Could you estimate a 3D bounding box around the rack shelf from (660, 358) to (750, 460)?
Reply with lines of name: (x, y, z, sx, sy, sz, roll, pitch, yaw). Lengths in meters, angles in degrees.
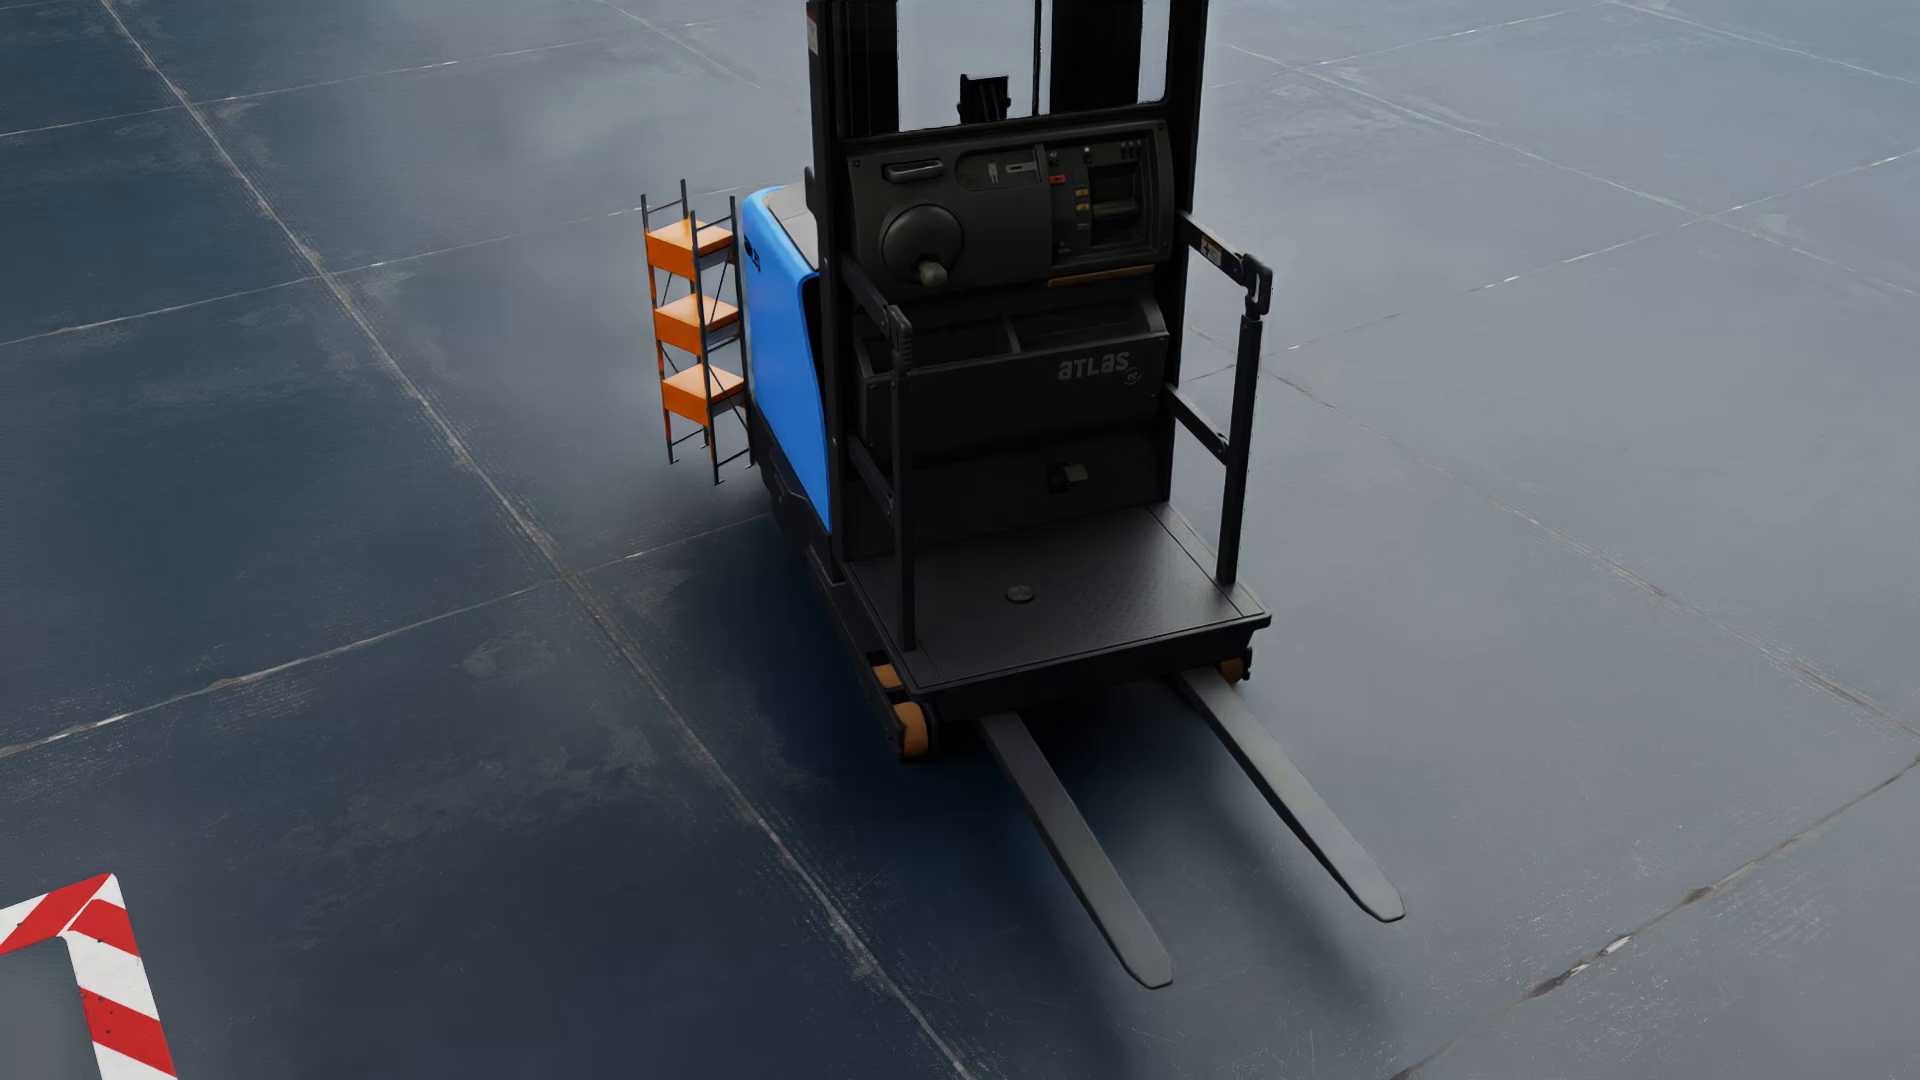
rack shelf: (-0.924, -0.482, 6.071, 0.240, 0.259, 0.215, 24, 39, 32)

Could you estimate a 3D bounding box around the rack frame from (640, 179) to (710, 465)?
rack frame: (-1.019, -0.767, 5.983, 0.008, 1.050, 0.200, 24, 39, 32)

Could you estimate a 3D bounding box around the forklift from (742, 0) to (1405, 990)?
forklift: (0.226, -0.863, 4.371, 1.130, 2.935, 3.031, -11, 34, -17)

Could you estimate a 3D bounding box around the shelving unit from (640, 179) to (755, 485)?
shelving unit: (-0.924, -0.726, 5.917, 0.252, 1.050, 0.215, 24, 39, 32)

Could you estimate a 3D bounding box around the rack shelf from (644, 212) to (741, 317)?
rack shelf: (-0.924, -0.957, 5.772, 0.240, 0.259, 0.215, 24, 39, 32)

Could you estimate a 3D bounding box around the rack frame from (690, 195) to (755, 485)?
rack frame: (-0.830, -0.685, 5.852, 0.008, 1.050, 0.200, 24, 39, 32)

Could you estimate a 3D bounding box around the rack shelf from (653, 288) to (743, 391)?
rack shelf: (-0.924, -0.717, 5.923, 0.240, 0.259, 0.215, 24, 39, 32)
